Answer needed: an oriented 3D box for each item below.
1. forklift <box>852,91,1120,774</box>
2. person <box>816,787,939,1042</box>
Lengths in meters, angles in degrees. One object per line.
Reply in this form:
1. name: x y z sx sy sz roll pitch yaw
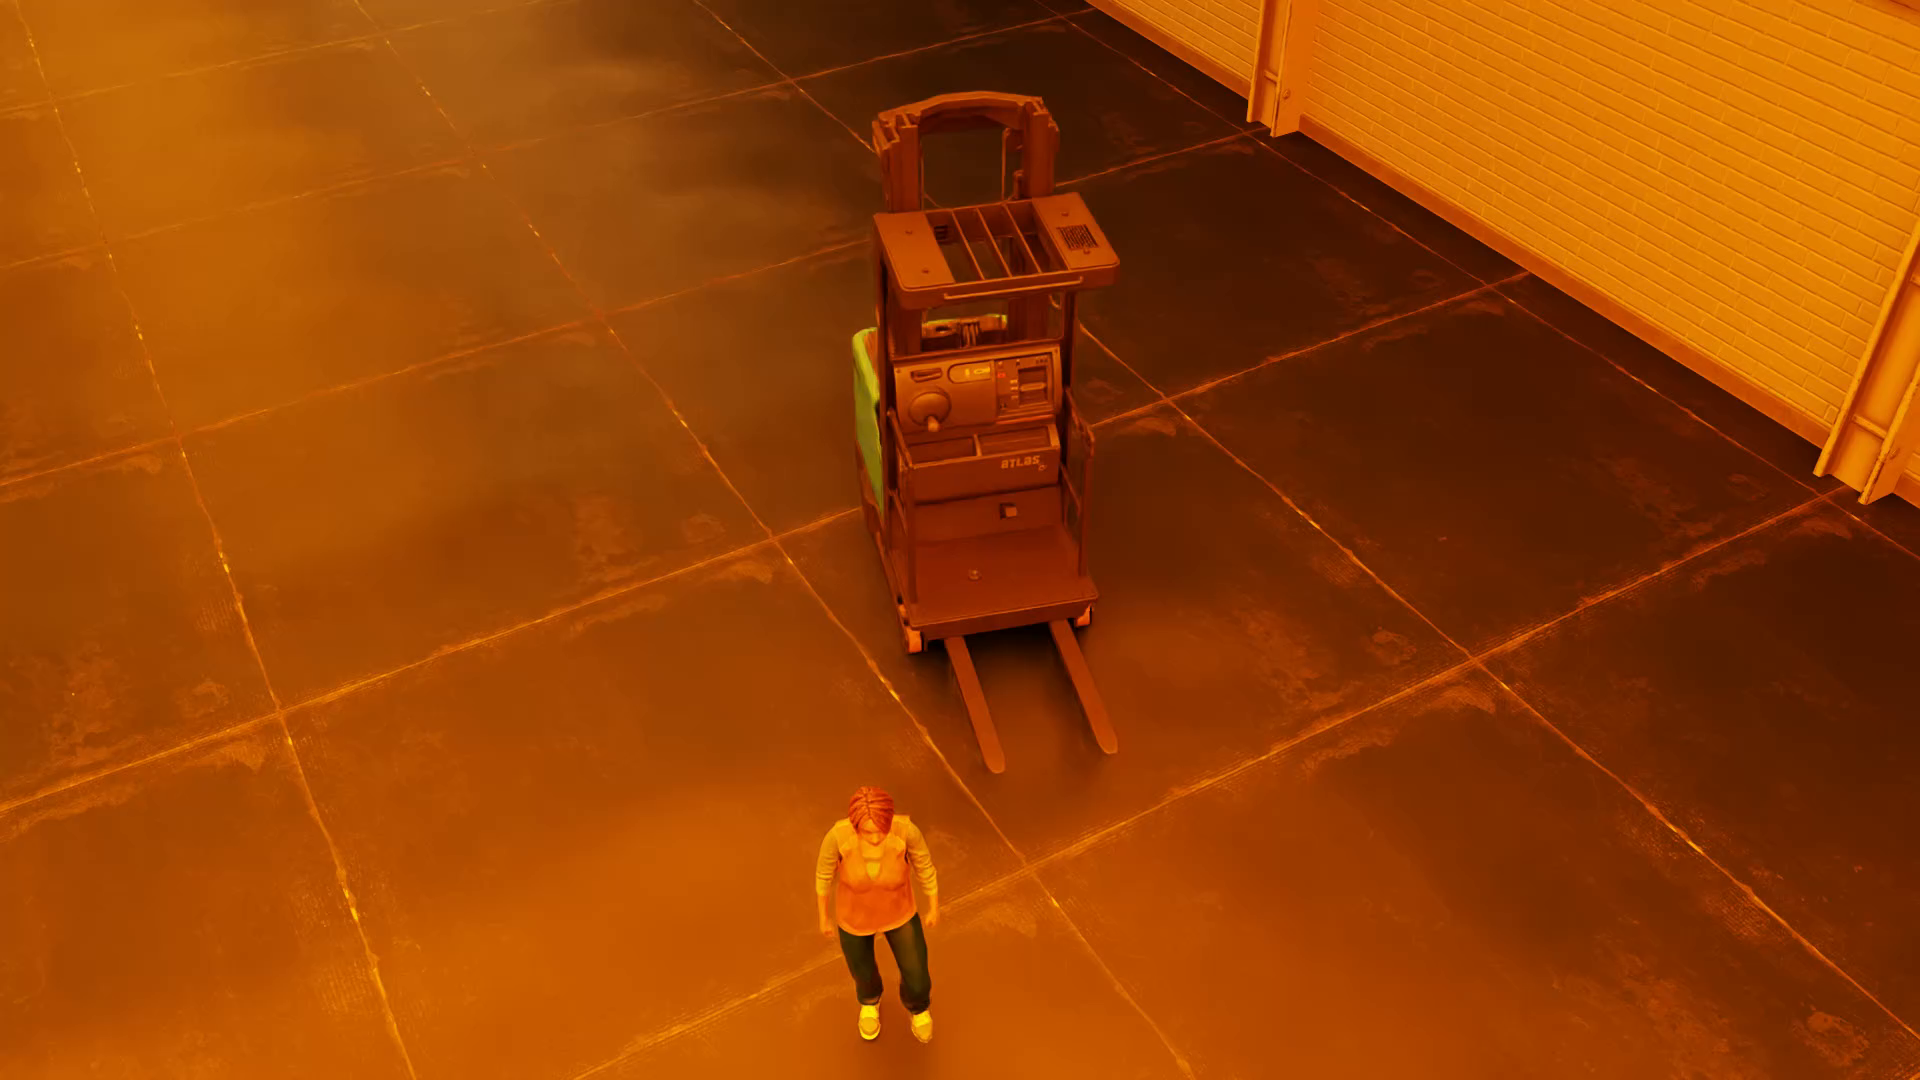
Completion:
1. forklift: 0.153 -0.747 8.937 1.130 2.935 3.031 -8 40 -10
2. person: -0.347 1.642 7.132 0.519 1.572 0.445 -3 40 -4
